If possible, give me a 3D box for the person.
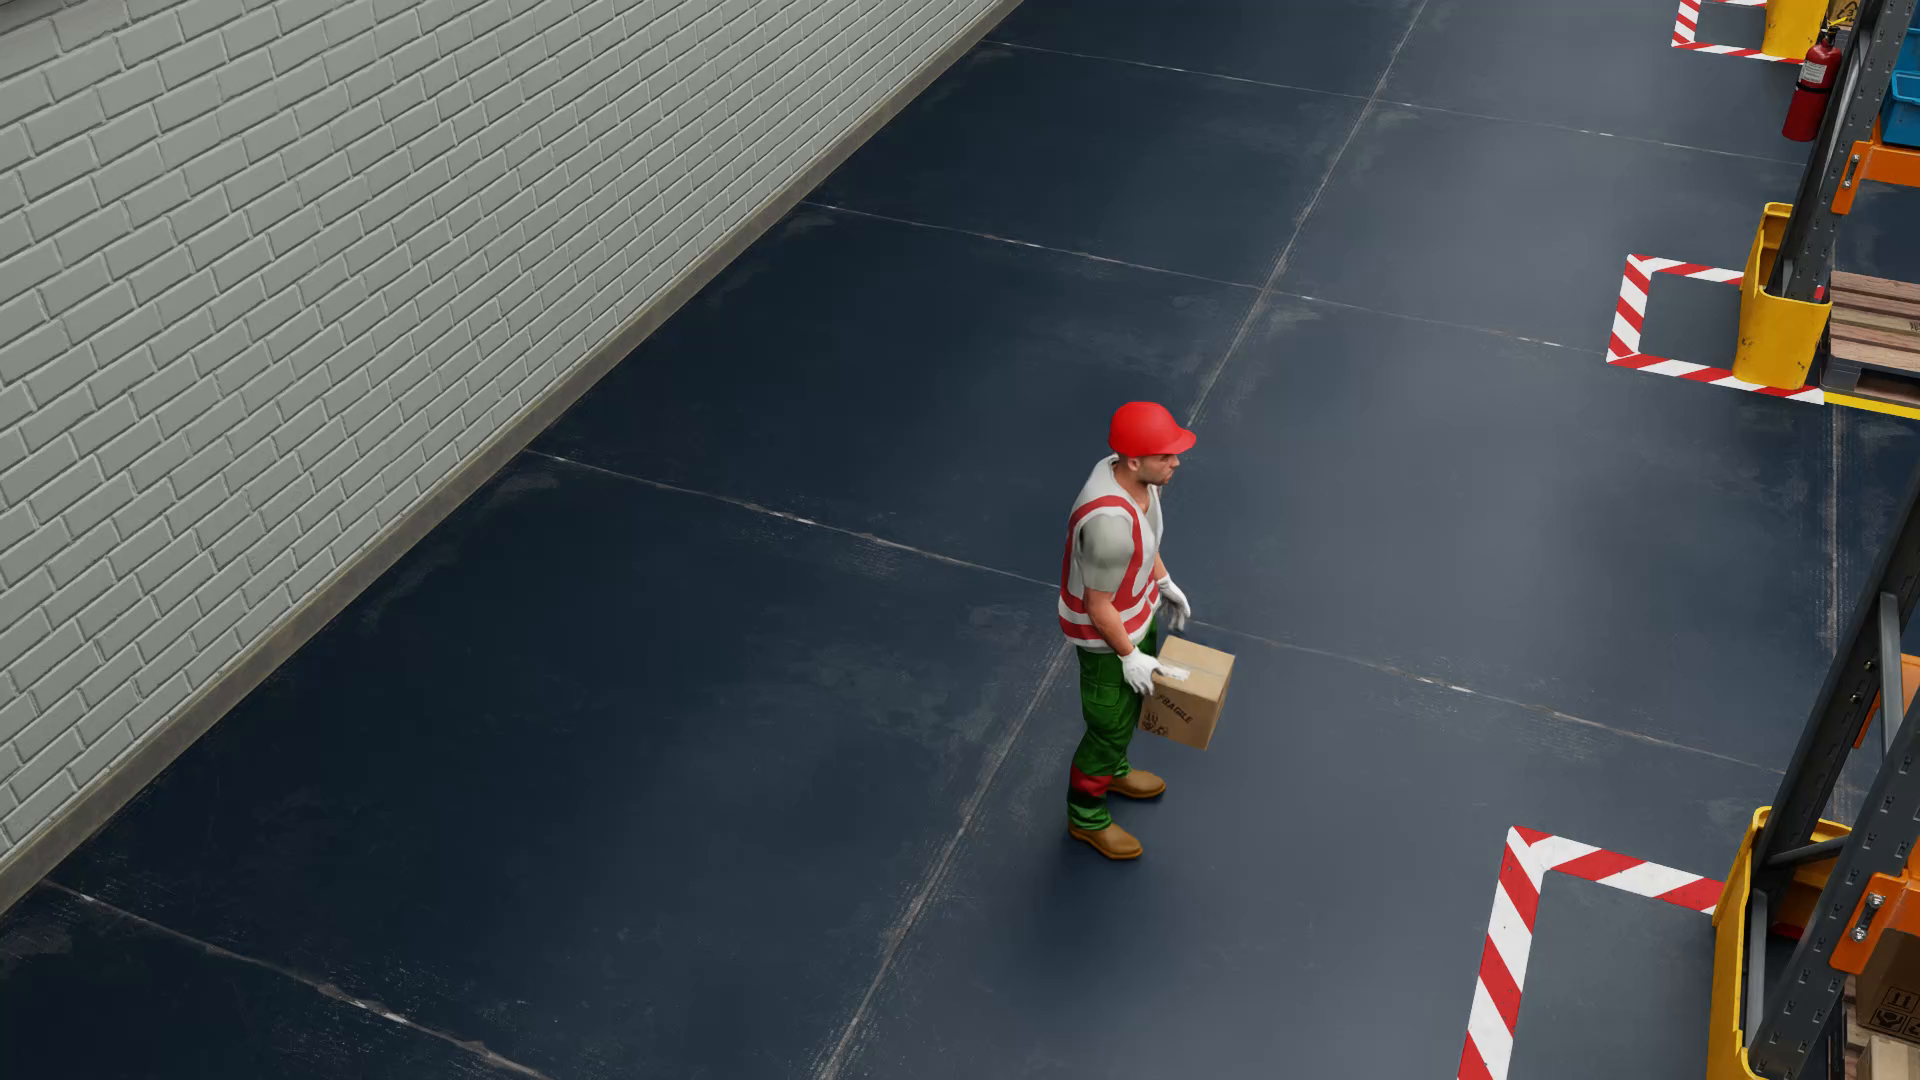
[{"bbox_3d":[0.558,0.289,5.750,0.414,1.788,0.544,13,39,17],"label":"person"}]
